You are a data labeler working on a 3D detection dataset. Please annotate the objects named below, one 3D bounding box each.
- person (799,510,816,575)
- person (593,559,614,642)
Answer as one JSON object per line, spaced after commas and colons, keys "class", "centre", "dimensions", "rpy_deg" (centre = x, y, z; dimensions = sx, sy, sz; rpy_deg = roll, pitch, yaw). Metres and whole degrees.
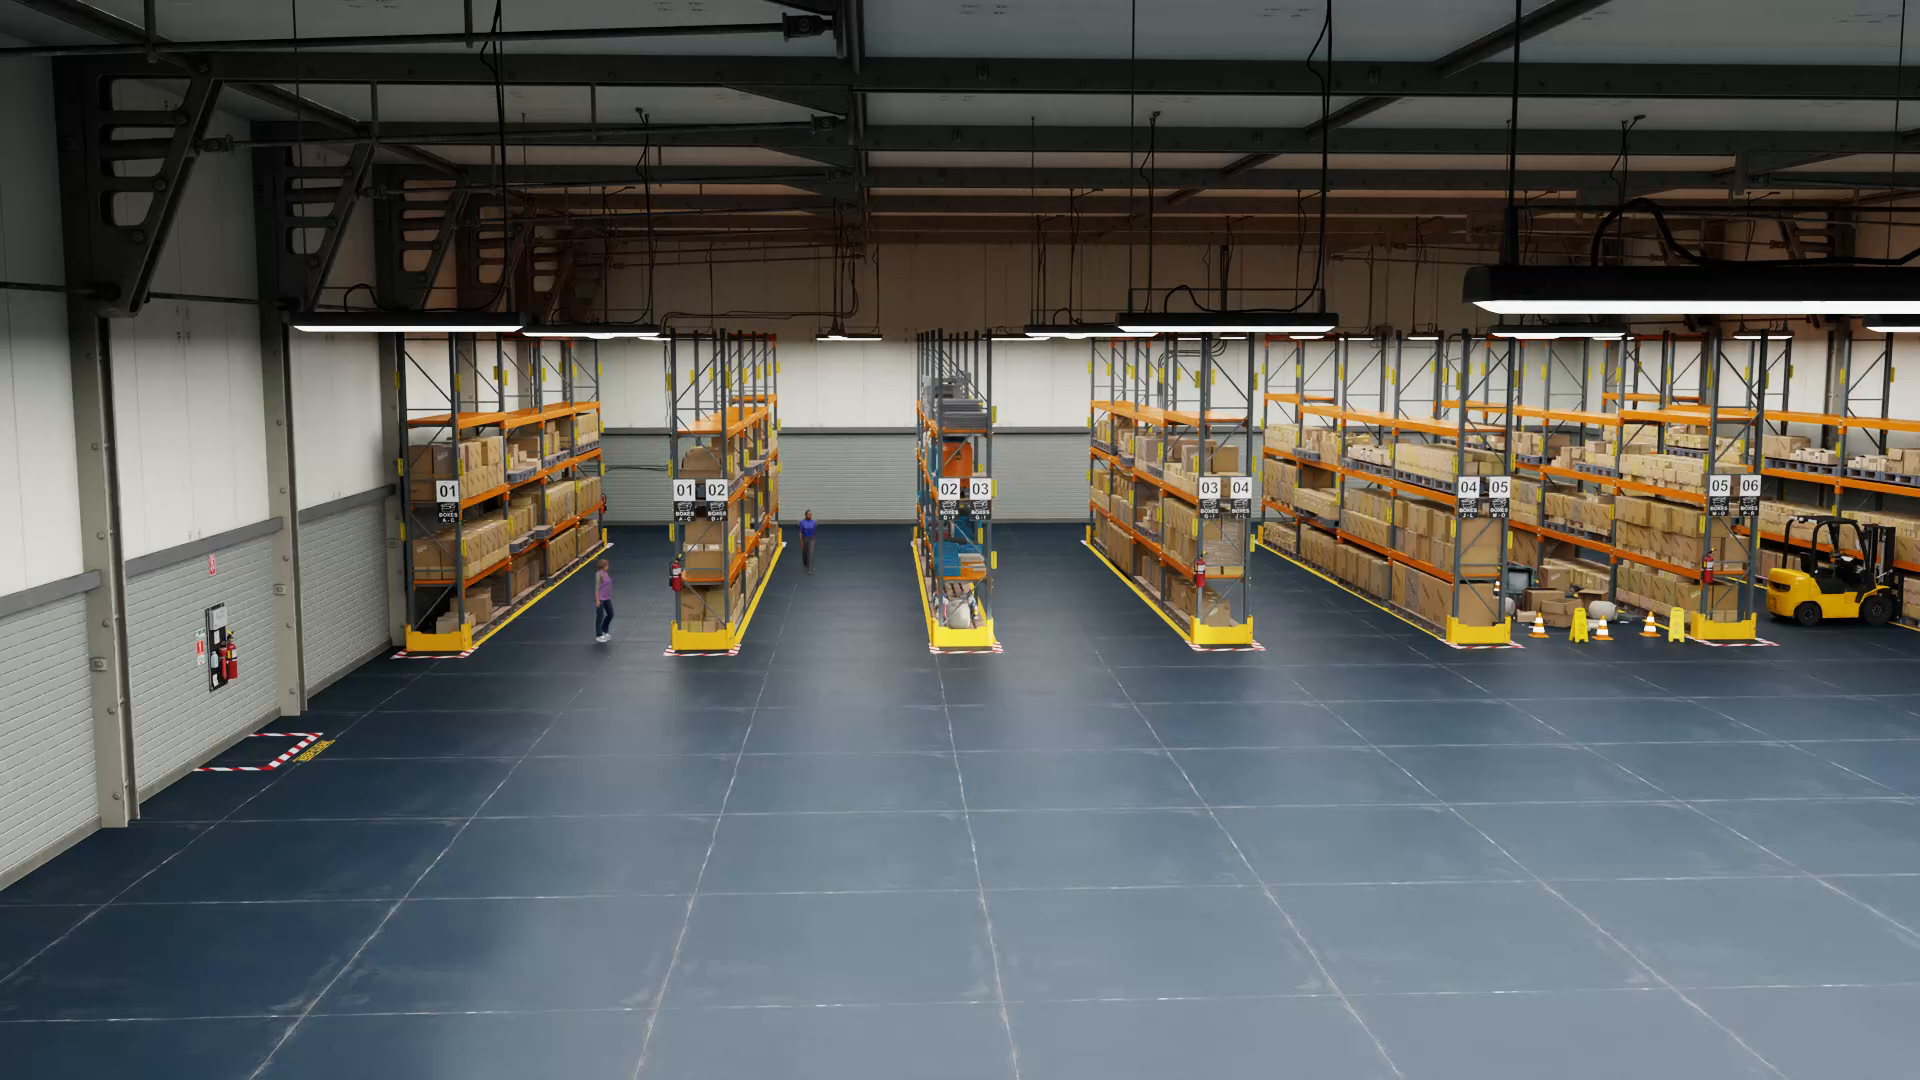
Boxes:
{"class": "person", "centre": [-3.796, 0.042, 41.392], "dimensions": [0.417, 1.607, 0.928], "rpy_deg": [0, 7, 1]}
{"class": "person", "centre": [-6.918, 1.171, 32.095], "dimensions": [0.341, 1.598, 0.515], "rpy_deg": [2, 7, 20]}
